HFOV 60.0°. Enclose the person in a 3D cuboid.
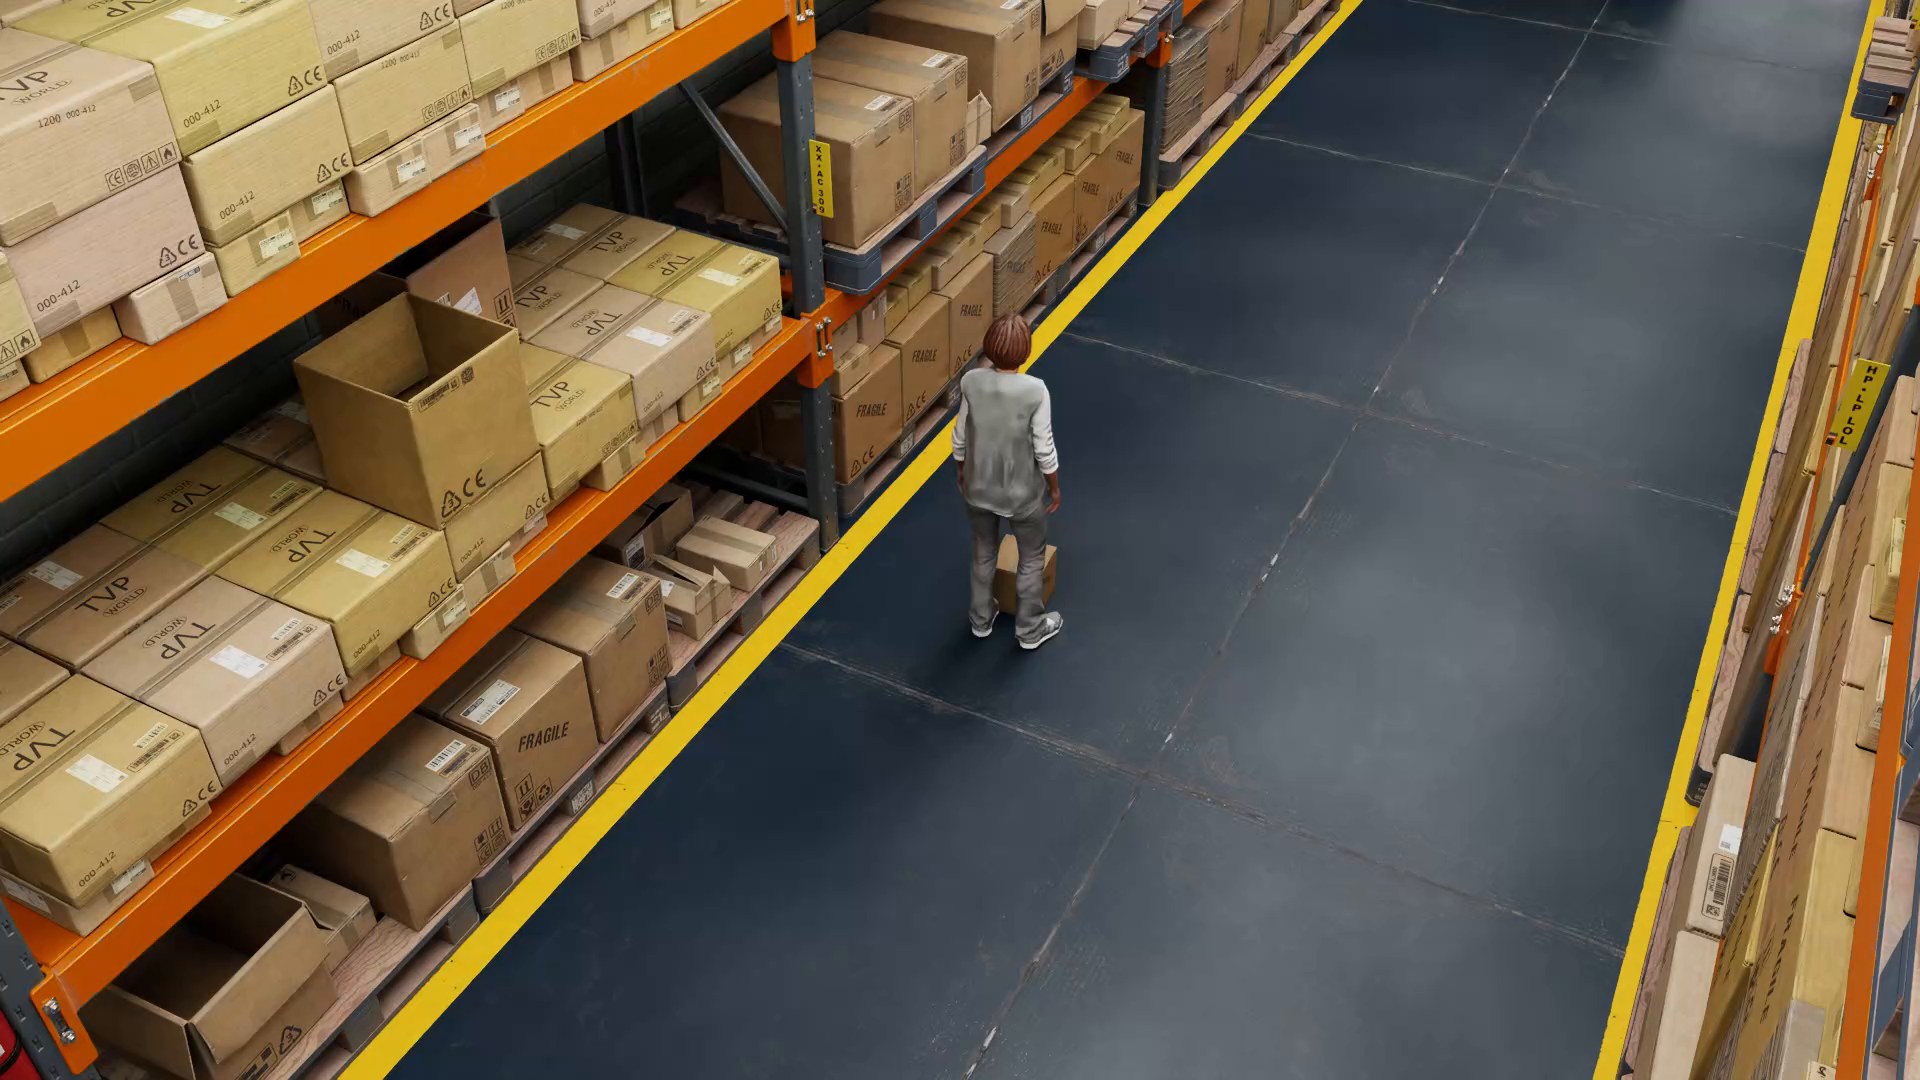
[{"bbox_3d":[0.196,-0.218,7.030,0.483,1.594,0.341,14,41,17],"label":"person"}]
